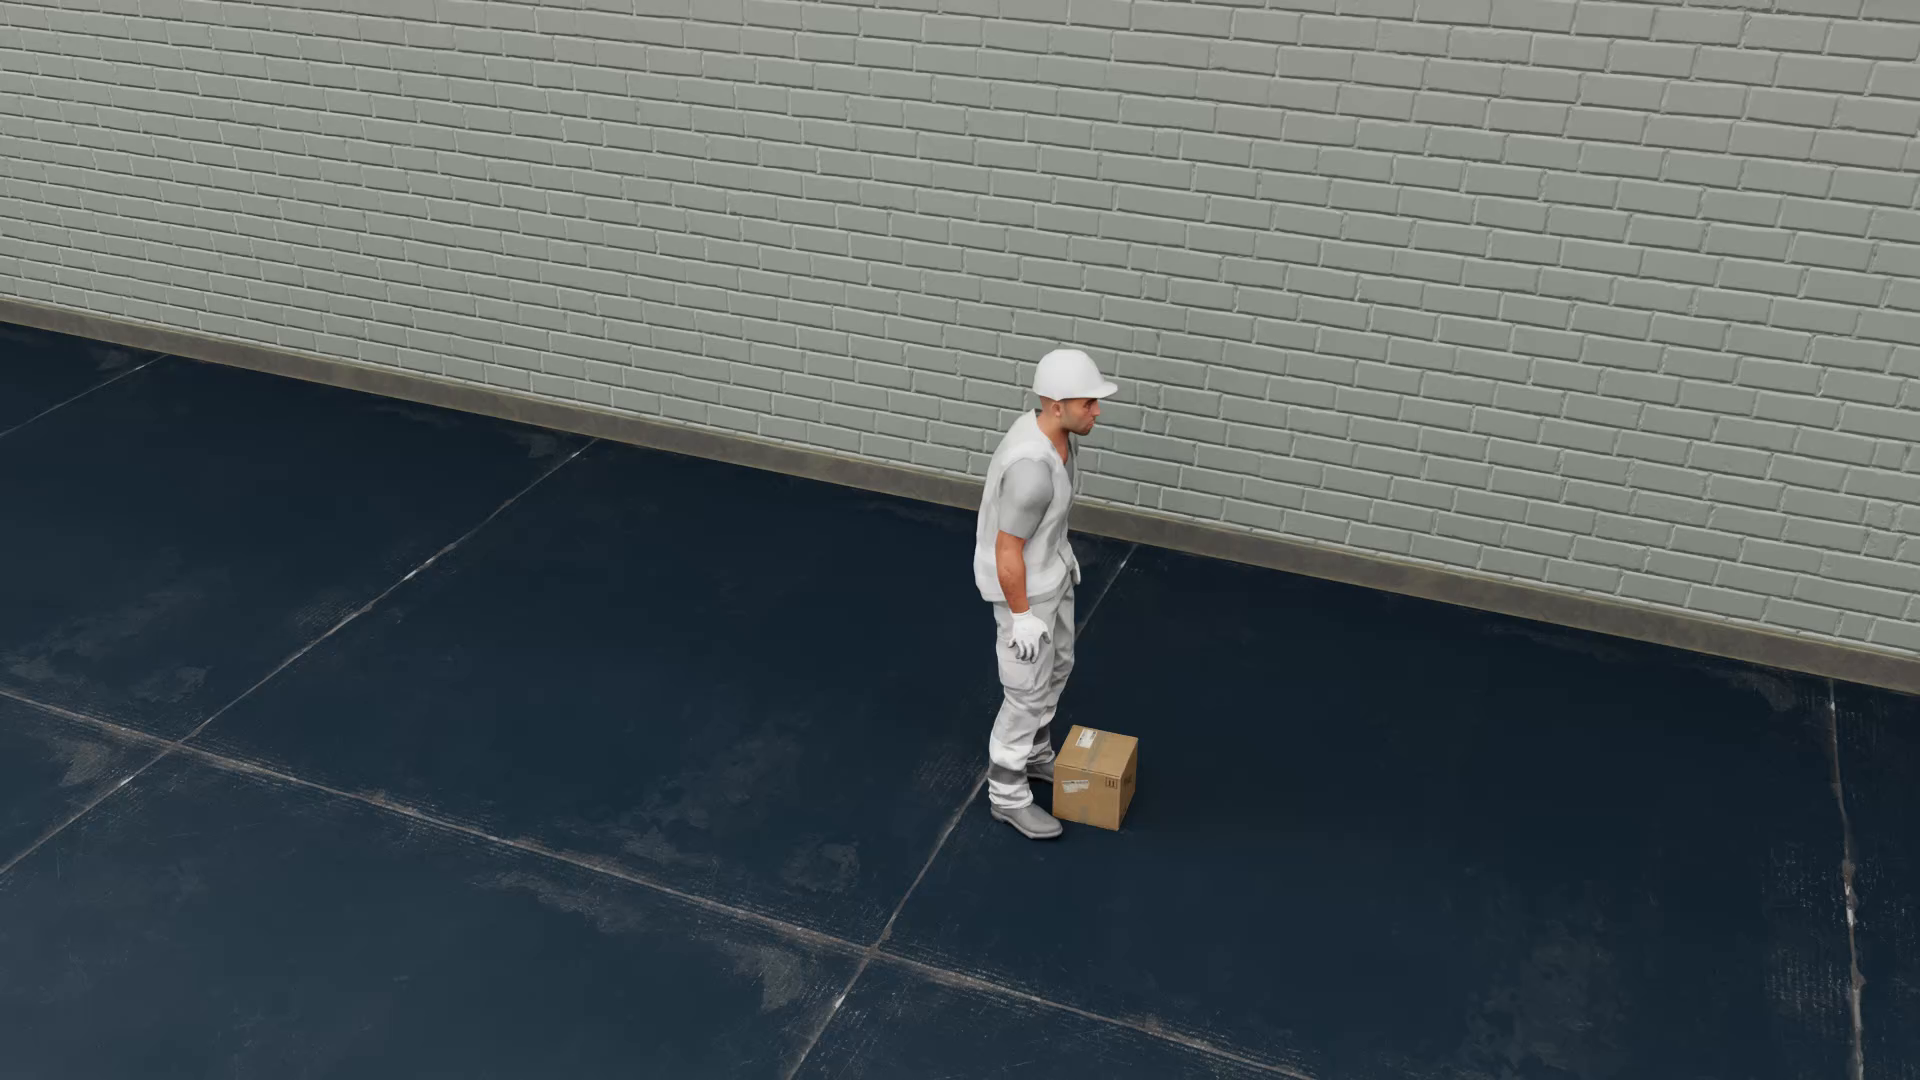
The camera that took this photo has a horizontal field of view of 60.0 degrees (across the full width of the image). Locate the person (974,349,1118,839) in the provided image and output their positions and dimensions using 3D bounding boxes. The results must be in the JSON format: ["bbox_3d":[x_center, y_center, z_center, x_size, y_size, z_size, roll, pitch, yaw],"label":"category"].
[{"bbox_3d":[0.288,0.166,5.819,0.453,1.778,0.616,9,31,16],"label":"person"}]
